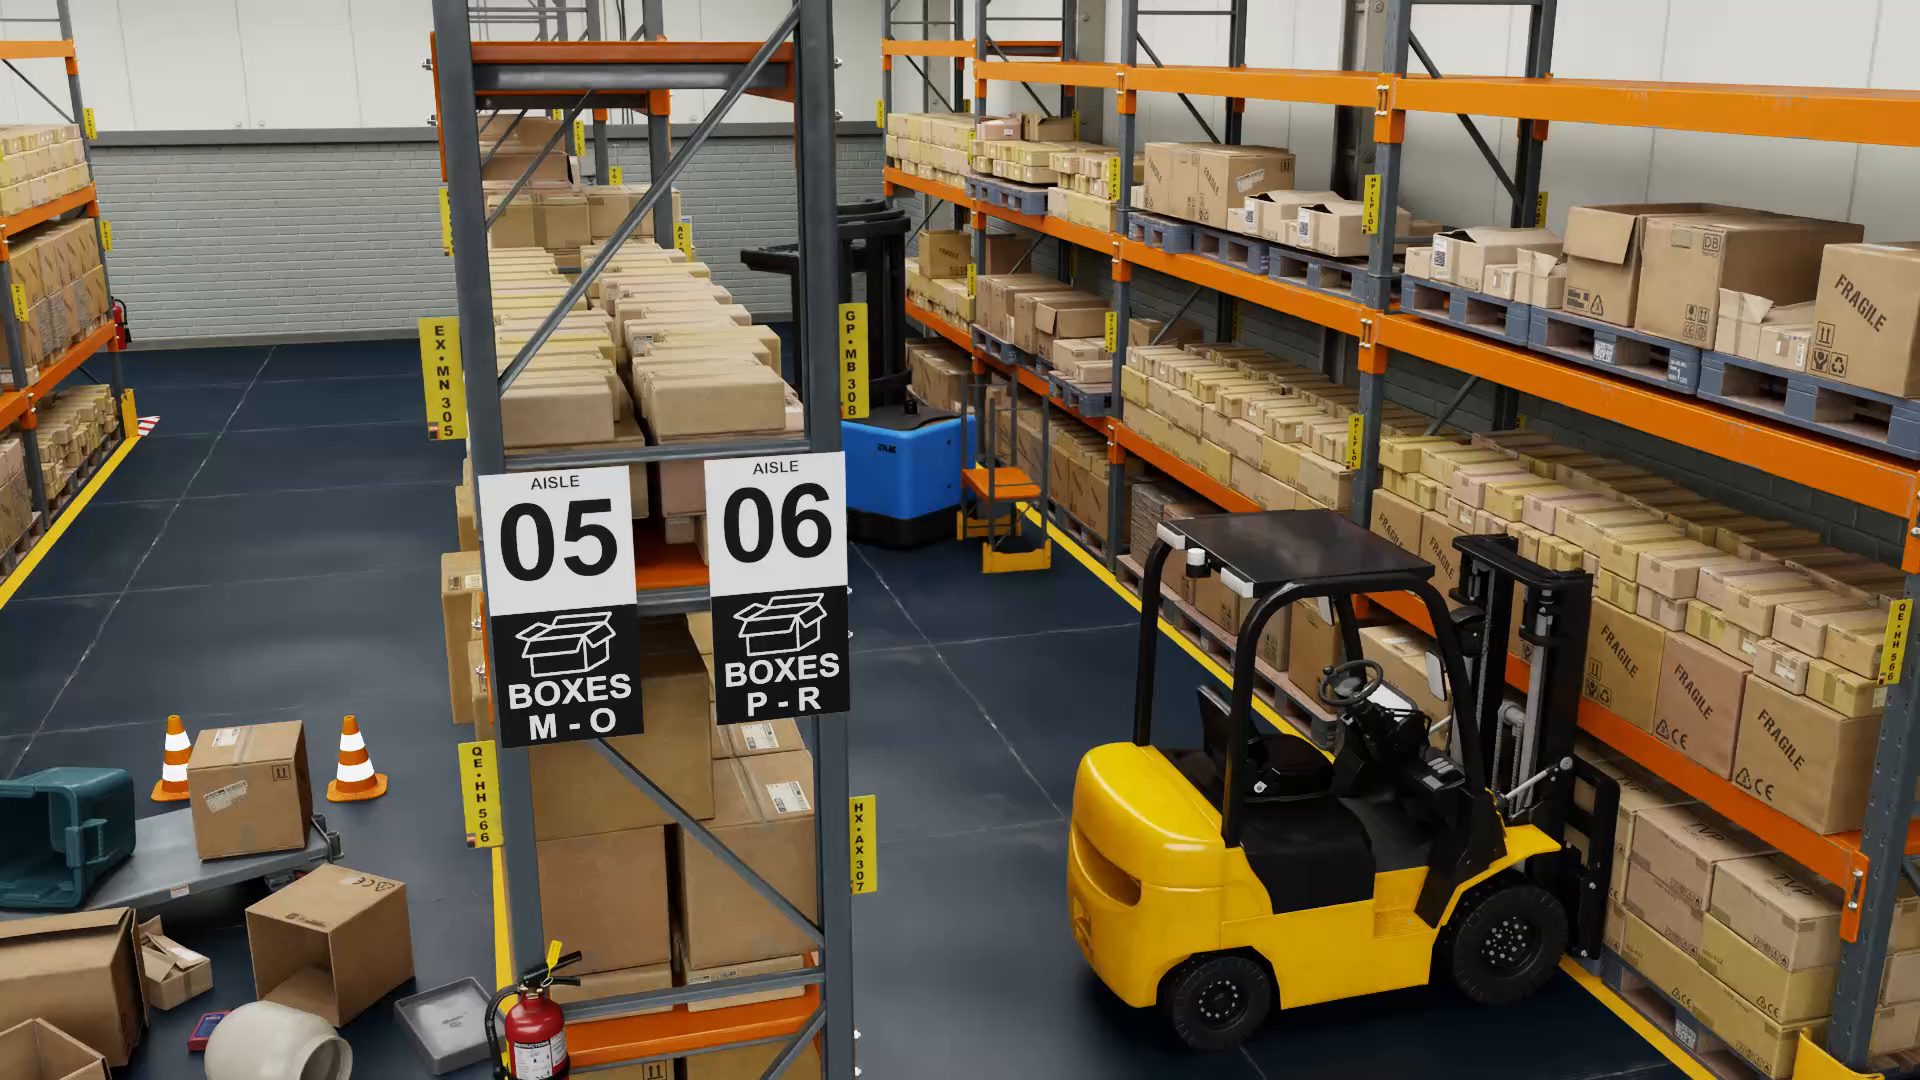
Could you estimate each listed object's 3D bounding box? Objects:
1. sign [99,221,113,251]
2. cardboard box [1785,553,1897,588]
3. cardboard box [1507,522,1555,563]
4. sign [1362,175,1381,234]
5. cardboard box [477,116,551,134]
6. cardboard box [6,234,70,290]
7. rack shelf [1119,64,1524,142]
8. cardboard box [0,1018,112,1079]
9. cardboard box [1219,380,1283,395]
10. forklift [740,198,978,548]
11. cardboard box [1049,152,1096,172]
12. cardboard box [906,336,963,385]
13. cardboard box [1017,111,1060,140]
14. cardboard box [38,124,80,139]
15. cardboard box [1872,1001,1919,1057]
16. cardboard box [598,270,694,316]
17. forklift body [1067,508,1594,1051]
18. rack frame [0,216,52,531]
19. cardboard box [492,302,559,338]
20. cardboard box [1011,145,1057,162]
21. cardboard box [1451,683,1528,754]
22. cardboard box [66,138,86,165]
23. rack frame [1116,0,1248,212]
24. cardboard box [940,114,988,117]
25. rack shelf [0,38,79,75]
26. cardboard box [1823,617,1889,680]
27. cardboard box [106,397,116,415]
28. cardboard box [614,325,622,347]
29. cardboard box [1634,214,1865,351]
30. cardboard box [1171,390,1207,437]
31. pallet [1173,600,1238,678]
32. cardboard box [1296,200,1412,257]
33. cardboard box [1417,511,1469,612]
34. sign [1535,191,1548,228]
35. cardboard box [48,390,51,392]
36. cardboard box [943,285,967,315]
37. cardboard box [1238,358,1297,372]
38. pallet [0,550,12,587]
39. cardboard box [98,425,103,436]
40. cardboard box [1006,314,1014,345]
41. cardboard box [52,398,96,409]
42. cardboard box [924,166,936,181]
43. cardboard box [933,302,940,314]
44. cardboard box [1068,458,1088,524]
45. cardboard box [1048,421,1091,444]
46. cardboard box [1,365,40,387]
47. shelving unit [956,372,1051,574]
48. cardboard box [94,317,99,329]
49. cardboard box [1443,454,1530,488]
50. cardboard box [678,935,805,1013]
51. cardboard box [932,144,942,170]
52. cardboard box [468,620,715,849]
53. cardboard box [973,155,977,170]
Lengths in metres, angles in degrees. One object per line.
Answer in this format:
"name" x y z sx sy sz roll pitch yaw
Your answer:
"sign" -9.419 -3.355 18.344 0.100 0.325 0.005 -5 17 -15
"cardboard box" 3.876 0.175 7.337 0.380 0.149 0.250 -5 17 -15
"cardboard box" 3.002 0.003 8.428 0.380 0.149 0.250 -5 18 -17
"sign" 2.324 -1.893 9.381 0.100 0.325 0.005 -5 17 -15
"cardboard box" -4.528 -4.029 16.853 0.797 0.503 0.637 -3 17 -11
"cardboard box" -9.154 -2.744 16.443 0.500 0.500 0.500 -5 18 -17
"rack shelf" 2.294 -2.994 11.224 1.077 0.370 4.000 -5 17 -15
"cardboard box" -3.746 2.306 6.401 0.637 0.503 0.797 11 20 32
"cardboard box" 2.078 -1.037 11.889 0.380 0.149 0.250 -5 17 -15
"forklift" -1.300 -1.664 15.397 3.031 2.935 1.130 13 21 37
"cardboard box" 1.008 -3.339 14.691 0.380 0.149 0.250 -5 17 -15
"cardboard box" -0.378 -2.252 20.845 0.797 0.503 0.637 -5 18 -17
"cardboard box" 0.795 -4.144 16.615 0.396 0.266 0.258 -5 17 -16
"cardboard box" -9.584 -4.337 17.661 0.380 0.149 0.250 -5 17 -16
"cardboard box" 3.996 1.967 7.240 0.500 0.250 0.500 -5 17 -15
"cardboard box" -1.330 -1.051 7.075 0.380 0.149 0.250 -5 17 -16
"forklift body" 1.667 1.029 7.789 2.313 2.155 1.214 -5 17 -15
"rack frame" -8.859 -1.504 14.745 1.000 3.000 0.127 -5 17 -15
"cardboard box" -1.660 -0.794 6.218 0.380 0.149 0.250 -4 17 -14
"cardboard box" 0.698 -3.630 15.626 0.380 0.149 0.250 -4 17 -14
"cardboard box" 2.953 0.970 8.819 0.500 0.250 0.500 -4 17 -13
"cardboard box" -9.587 -4.107 17.590 0.500 0.250 0.500 -5 18 -17
"rack frame" 1.744 -4.084 12.905 1.000 3.000 0.127 -5 17 -15
"cardboard box" 0.078 -4.925 19.795 0.500 0.250 0.500 -5 17 -17
"rack shelf" -9.408 -4.584 15.828 1.077 0.370 4.000 -5 17 -15
"cardboard box" 3.641 0.419 6.525 0.380 0.149 0.250 -5 17 -15
"cardboard box" -9.538 -1.465 18.325 0.380 0.149 0.250 -5 17 -17
"cardboard box" -1.128 -0.696 6.584 0.500 0.250 0.500 -4 17 -14
"cardboard box" 3.401 -1.125 7.193 0.700 0.500 0.500 -5 17 -15
"cardboard box" 1.894 -0.951 12.296 0.500 0.250 0.500 -5 17 -17
"pallet" 2.264 0.693 12.279 1.003 0.211 1.213 -5 17 -15
"cardboard box" 2.410 -1.928 10.193 0.500 0.311 0.500 -5 18 -17
"cardboard box" 2.873 0.134 9.117 0.500 0.500 0.500 -4 17 -14
"sign" 3.376 -1.870 9.715 0.100 0.325 0.005 -5 17 -15
"cardboard box" -10.141 -1.559 18.121 0.380 0.149 0.250 -6 18 -18
"cardboard box" 0.118 -2.647 18.292 0.500 0.250 0.500 -5 17 -15
"cardboard box" 2.354 -1.293 12.740 0.380 0.149 0.250 -5 17 -16
"pallet" -8.304 0.385 13.304 1.003 0.211 1.213 -5 17 -15
"cardboard box" -9.455 -1.174 17.873 0.380 0.149 0.250 -5 17 -16
"cardboard box" 0.657 -2.039 16.030 0.396 0.266 0.258 -4 17 -13
"cardboard box" -9.351 -1.393 17.565 0.380 0.149 0.250 -5 18 -17
"cardboard box" -0.190 -4.133 18.719 0.380 0.149 0.250 -4 17 -14
"cardboard box" -0.093 -2.693 19.140 0.380 0.149 0.250 -5 17 -15
"cardboard box" 1.294 -0.454 14.863 0.500 0.500 0.500 -5 17 -16
"cardboard box" 1.027 -1.011 15.590 0.380 0.149 0.250 -6 18 -18
"cardboard box" -8.622 -1.488 15.128 0.380 0.149 0.250 -4 17 -13
"shelving unit" 0.370 -0.604 14.356 0.587 1.500 1.083 -4 17 -12
"cardboard box" -9.564 -2.351 18.000 0.380 0.149 0.250 -5 17 -15
"cardboard box" 2.883 -0.358 9.113 0.380 0.149 0.250 -5 17 -16
"cardboard box" -0.723 1.406 5.495 0.380 0.149 0.250 -5 17 -15
"cardboard box" -0.011 -4.223 18.327 0.500 0.250 0.500 -4 17 -14
"cardboard box" -1.179 0.603 5.303 0.700 0.500 0.500 -5 17 -17
"cardboard box" 0.344 -3.768 16.601 0.380 0.149 0.250 -4 17 -14
